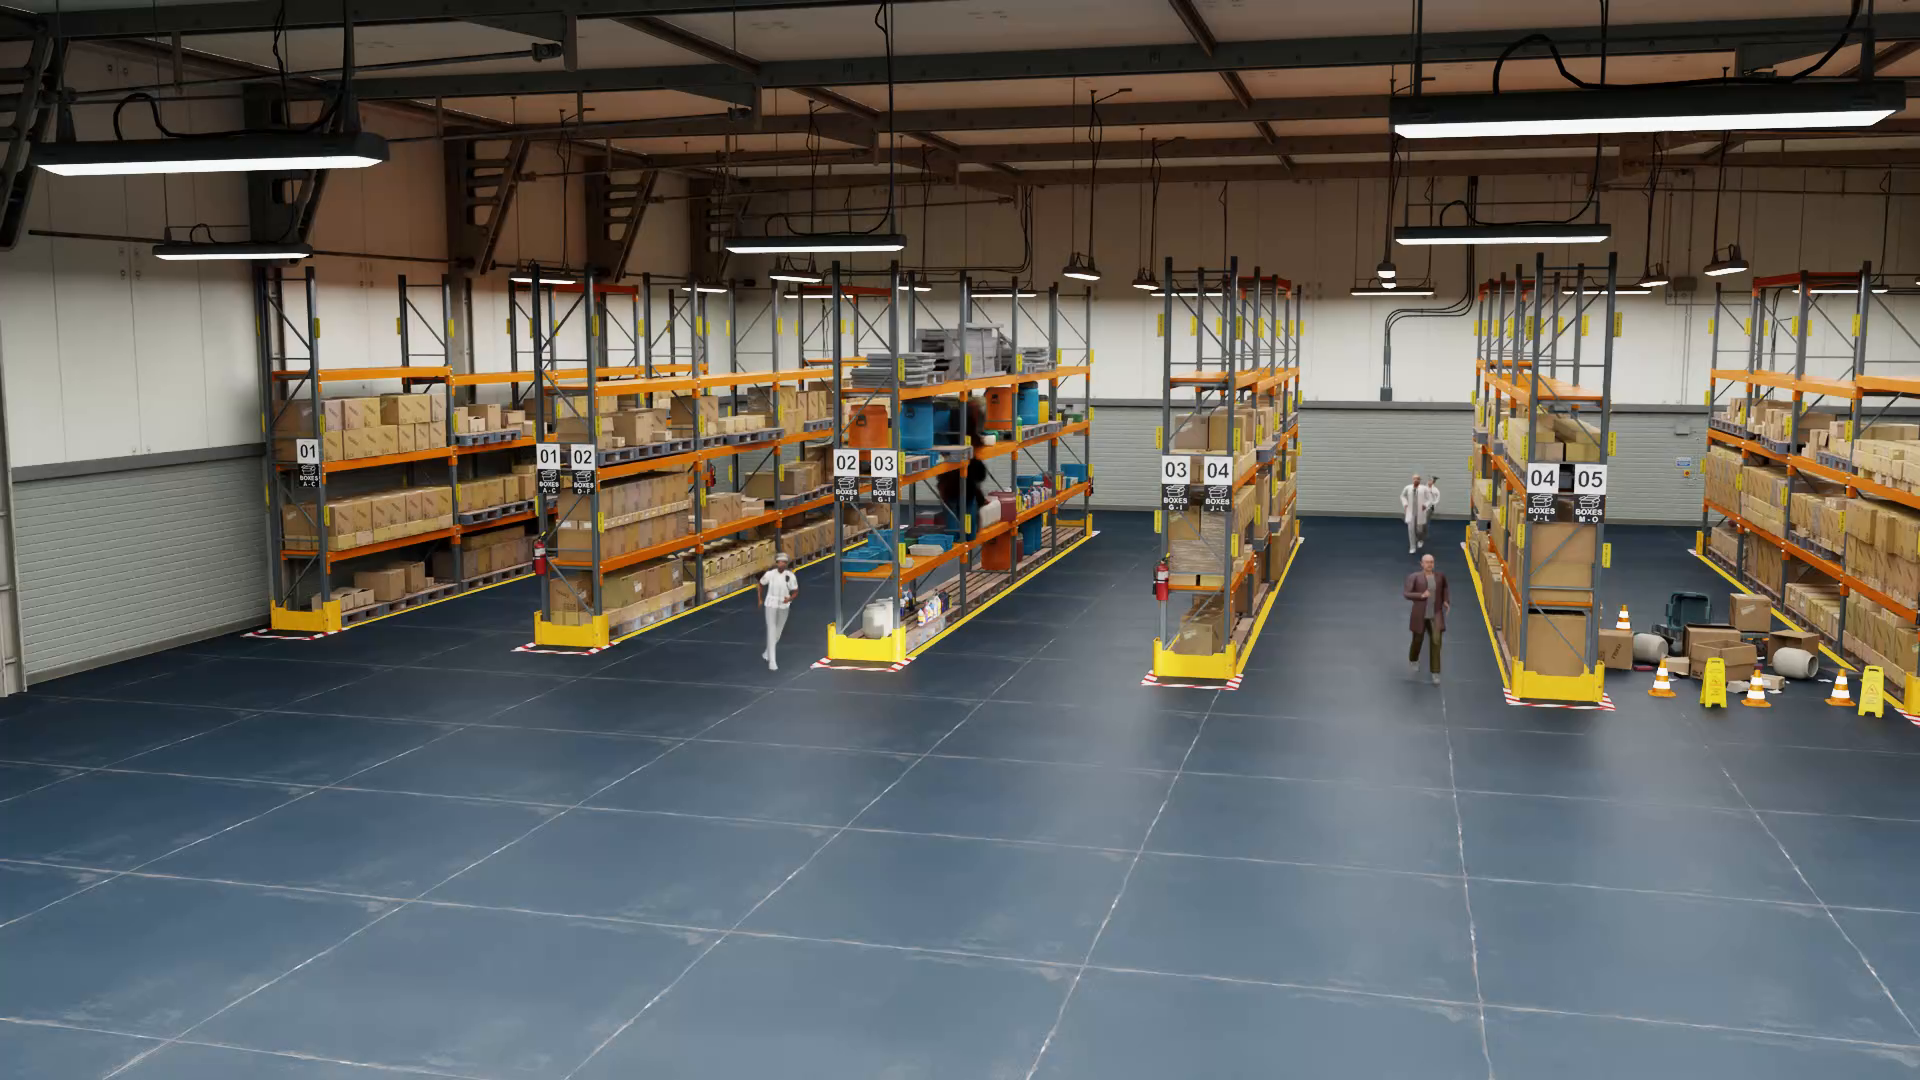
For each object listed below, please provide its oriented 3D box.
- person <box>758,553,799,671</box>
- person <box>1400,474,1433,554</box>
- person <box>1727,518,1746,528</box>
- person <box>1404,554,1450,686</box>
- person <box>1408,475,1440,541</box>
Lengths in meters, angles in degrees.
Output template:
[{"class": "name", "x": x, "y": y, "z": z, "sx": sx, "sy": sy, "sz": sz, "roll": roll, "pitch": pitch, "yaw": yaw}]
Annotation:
[{"class": "person", "x": -2.702, "y": 1.030, "z": 24.798, "sx": 0.610, "sy": 1.690, "sz": 0.840, "roll": -2, "pitch": 7, "yaw": -13}, {"class": "person", "x": 10.212, "y": -0.600, "z": 37.263, "sx": 0.731, "sy": 1.756, "sz": 0.881, "roll": 3, "pitch": 8, "yaw": 24}, {"class": "person", "x": 17.728, "y": -0.612, "z": 37.803, "sx": 0.575, "sy": 1.643, "sz": 0.763, "roll": -6, "pitch": 10, "yaw": -41}, {"class": "person", "x": 6.656, "y": 1.093, "z": 23.720, "sx": 0.693, "sy": 1.791, "sz": 1.025, "roll": 0, "pitch": 7, "yaw": 3}, {"class": "person", "x": 10.995, "y": -0.748, "z": 39.136, "sx": 0.624, "sy": 1.633, "sz": 0.756, "roll": -5, "pitch": 9, "yaw": -32}]
